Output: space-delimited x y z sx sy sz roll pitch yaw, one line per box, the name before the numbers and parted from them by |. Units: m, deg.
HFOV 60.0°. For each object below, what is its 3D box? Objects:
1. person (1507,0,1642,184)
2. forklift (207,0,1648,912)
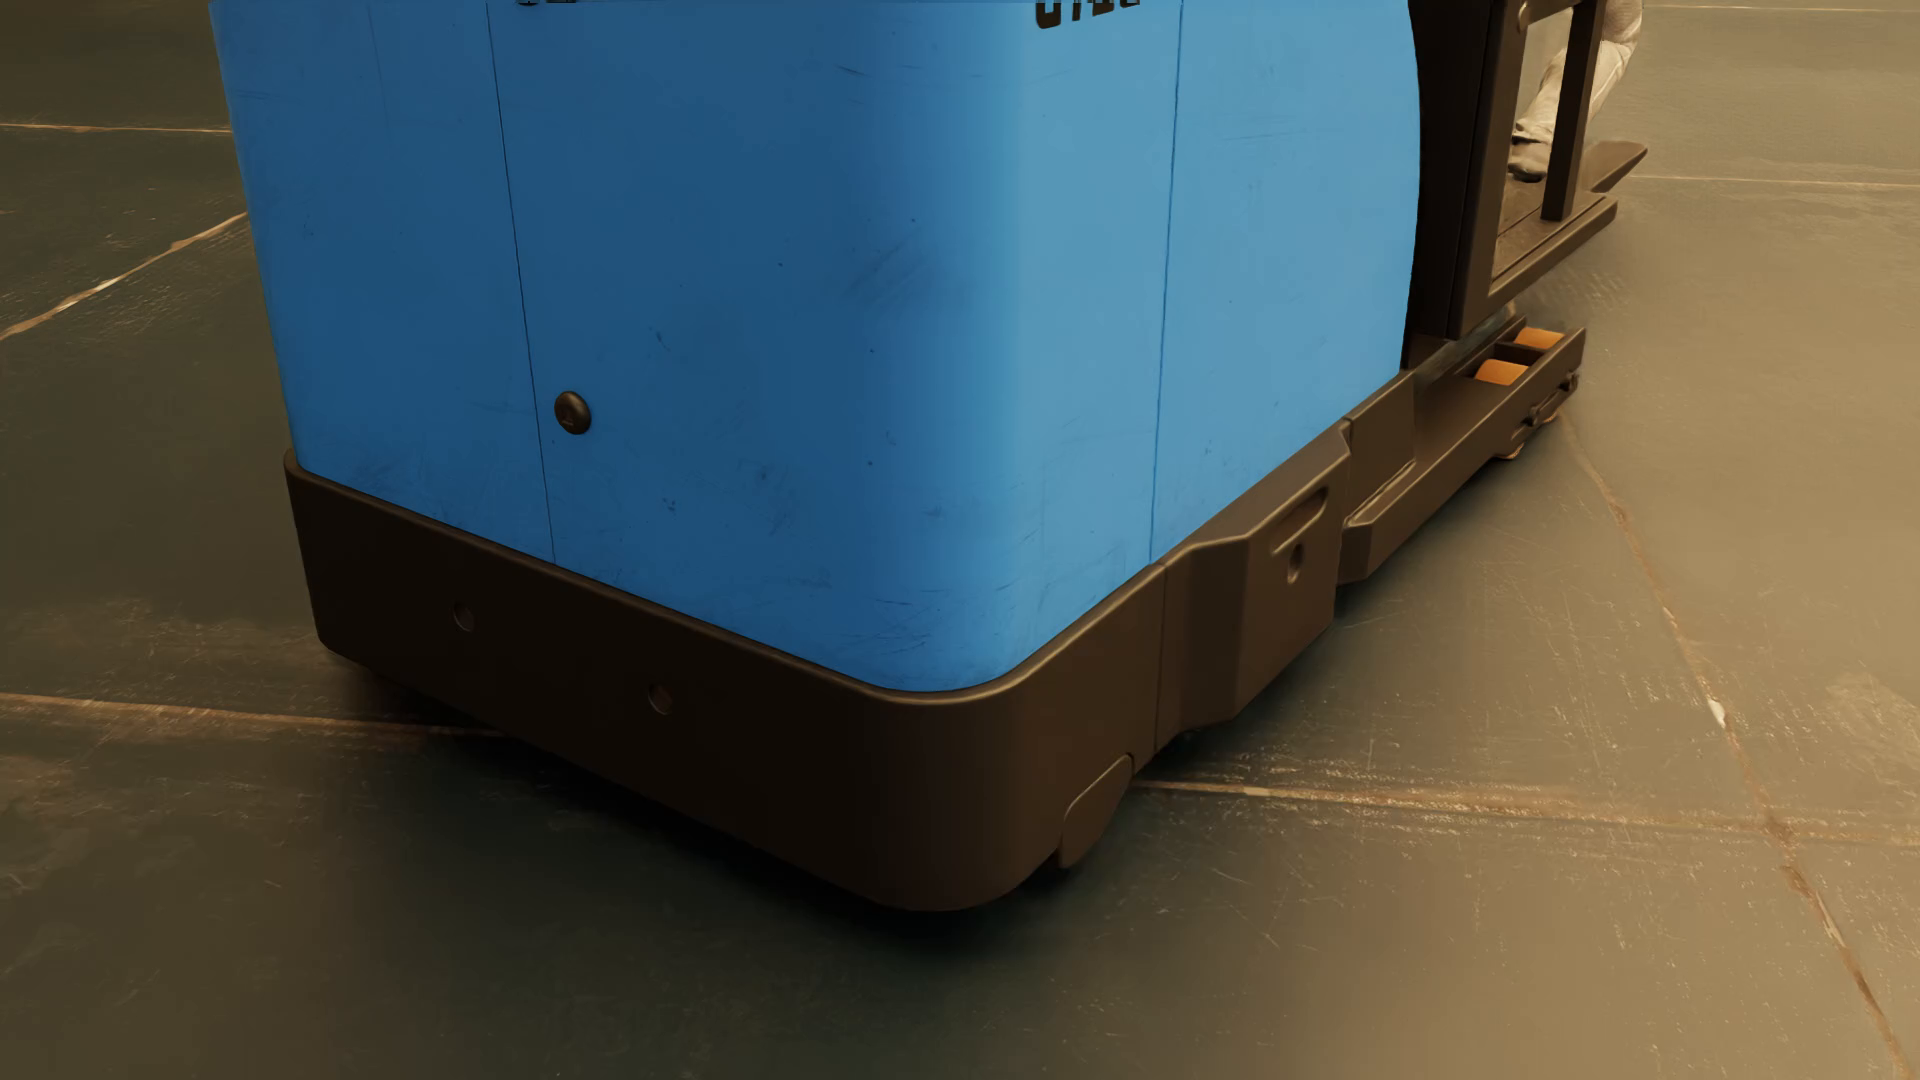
person | 1.281 -1.670 4.017 1.071 1.667 0.810 10 28 19
forklift | 0.436 -1.555 2.333 1.130 2.935 3.031 17 31 31
